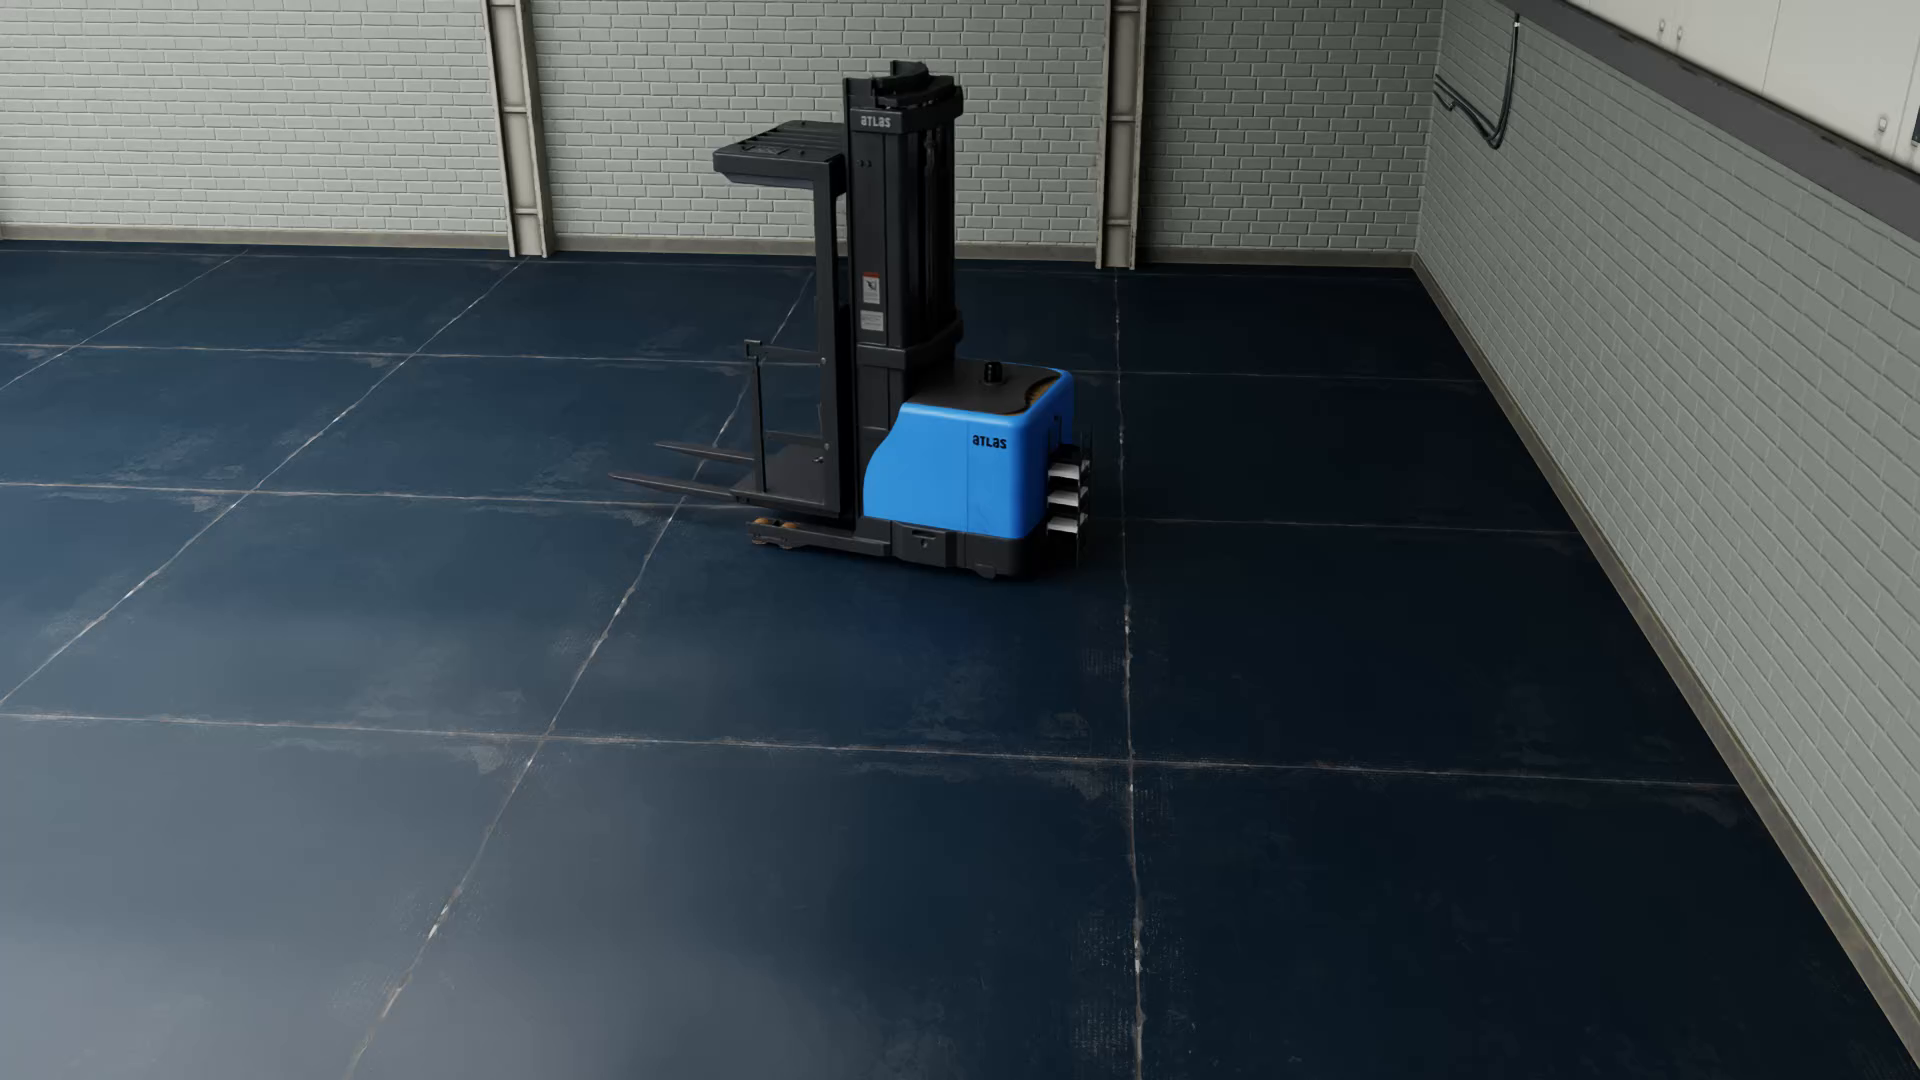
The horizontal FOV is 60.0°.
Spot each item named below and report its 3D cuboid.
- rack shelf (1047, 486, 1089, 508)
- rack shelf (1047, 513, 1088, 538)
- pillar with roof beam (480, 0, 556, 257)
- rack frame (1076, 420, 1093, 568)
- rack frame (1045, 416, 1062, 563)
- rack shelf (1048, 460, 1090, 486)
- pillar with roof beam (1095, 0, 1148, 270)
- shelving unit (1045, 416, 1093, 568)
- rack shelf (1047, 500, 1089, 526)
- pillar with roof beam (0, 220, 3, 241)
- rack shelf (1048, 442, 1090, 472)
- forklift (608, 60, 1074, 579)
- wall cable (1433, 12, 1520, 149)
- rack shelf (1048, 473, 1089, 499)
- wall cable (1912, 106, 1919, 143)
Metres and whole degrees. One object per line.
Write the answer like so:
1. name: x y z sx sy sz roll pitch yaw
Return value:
1. rack shelf: 0.677 -0.266 10.330 0.200 0.077 0.258 9 26 19
2. rack shelf: 0.677 -0.102 10.406 0.200 0.077 0.258 9 26 19
3. pillar with roof beam: -4.744 -5.261 11.419 0.400 9.000 9.100 2 25 4
4. rack frame: 0.771 -0.281 10.283 0.006 0.900 0.240 9 26 19
5. rack frame: 0.582 -0.311 10.350 0.006 0.900 0.240 9 26 19
6. rack shelf: 0.677 -0.429 10.255 0.200 0.077 0.258 9 26 19
7. pillar with roof beam: 1.239 -5.069 11.002 0.400 9.000 9.100 2 25 4
8. shelving unit: 0.677 -0.296 10.316 0.210 0.900 0.258 9 26 19
9. rack shelf: 0.677 -0.184 10.368 0.200 0.077 0.258 9 26 19
10. pillar with roof beam: -10.726 -5.453 11.836 0.400 9.000 9.100 2 25 4
11. rack shelf: 0.677 -0.511 10.217 0.200 0.077 0.258 9 26 19
12. forklift: -0.837 -1.467 10.431 3.031 2.935 1.130 9 26 19
13. wall cable: 4.404 -4.808 14.148 0.112 2.526 3.097 2 25 4
14. rack shelf: 0.677 -0.347 10.293 0.200 0.077 0.258 9 26 19
15. wall cable: 3.662 -3.807 4.190 0.169 6.003 2.305 2 25 4
